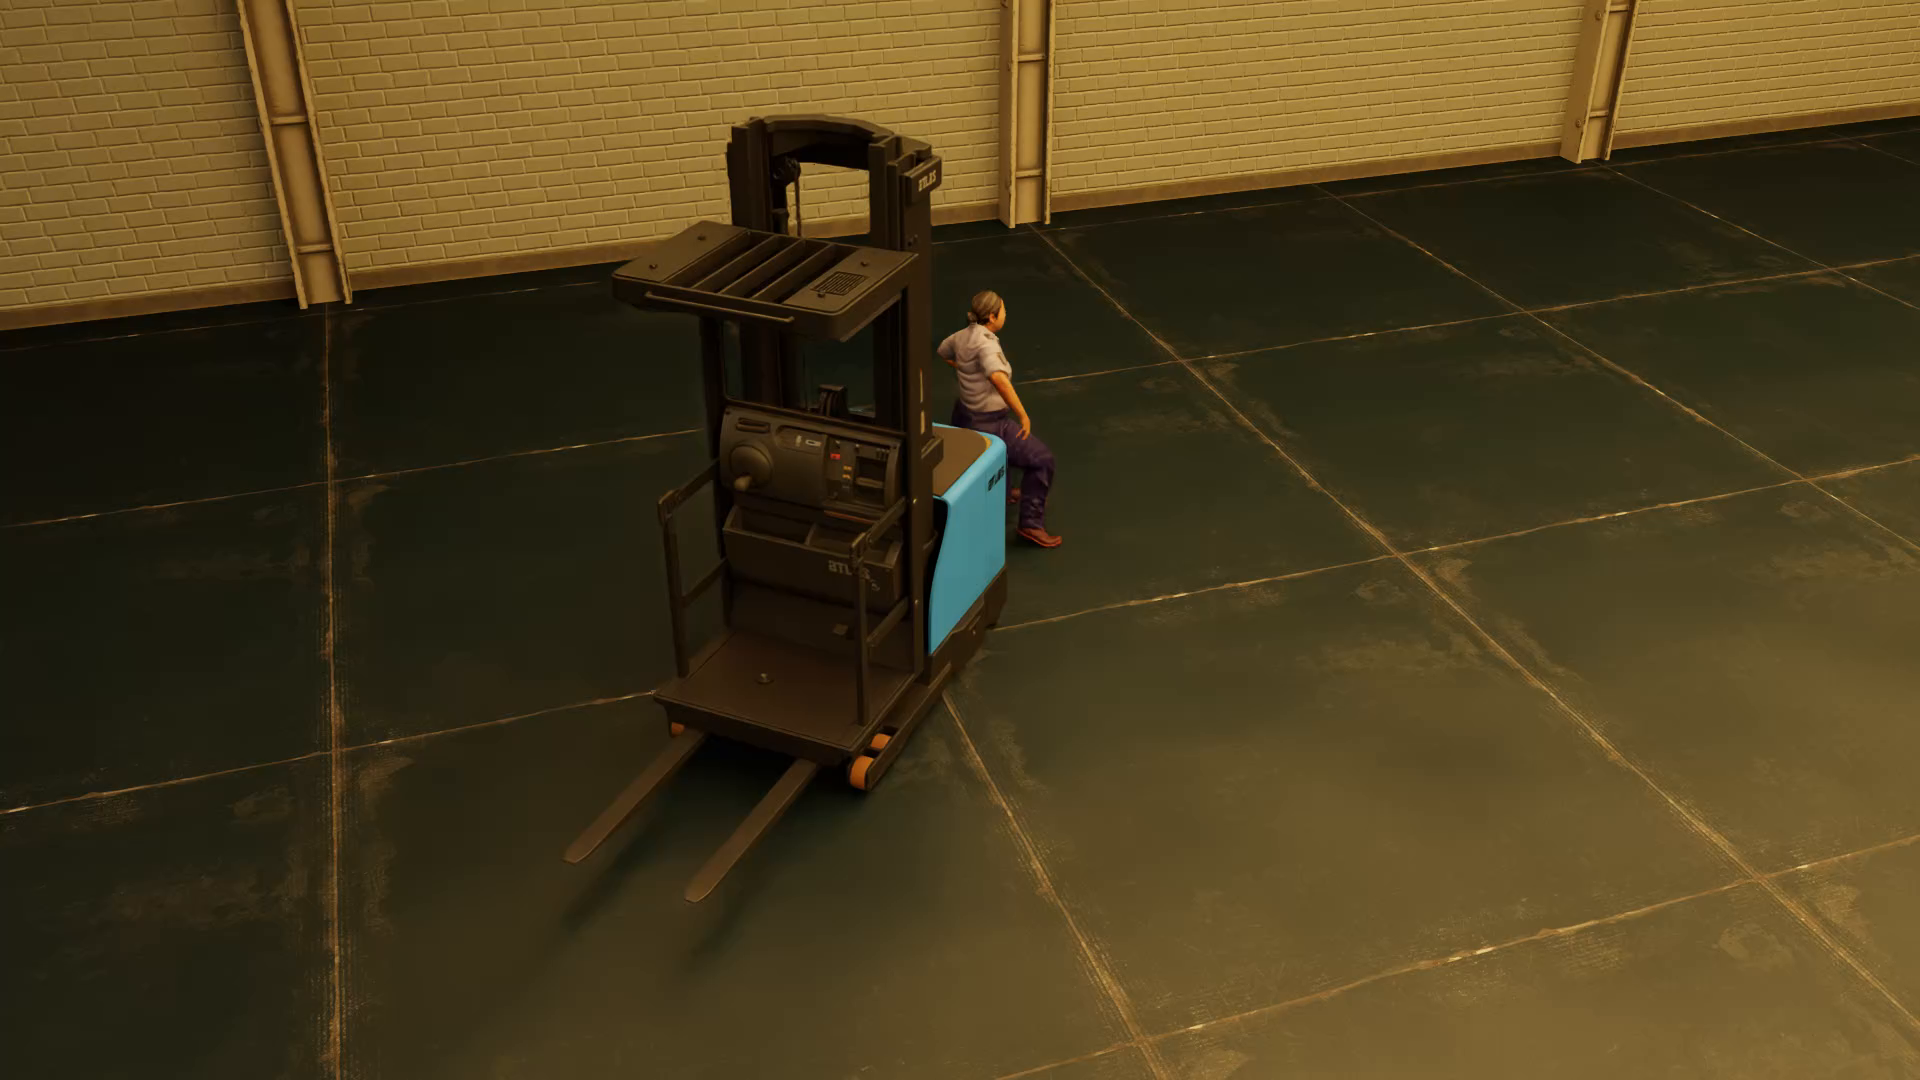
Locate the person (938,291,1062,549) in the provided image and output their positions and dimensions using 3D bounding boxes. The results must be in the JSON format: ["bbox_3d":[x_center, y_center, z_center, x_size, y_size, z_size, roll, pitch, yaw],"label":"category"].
[{"bbox_3d":[0.249,-0.748,9.814,0.631,1.541,0.906,-11,32,-19],"label":"person"}]

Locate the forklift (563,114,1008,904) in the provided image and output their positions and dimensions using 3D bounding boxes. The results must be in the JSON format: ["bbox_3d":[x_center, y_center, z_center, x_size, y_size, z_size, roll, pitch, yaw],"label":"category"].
[{"bbox_3d":[-0.797,-0.318,7.640,1.130,2.935,3.031,12,32,21],"label":"forklift"}]
